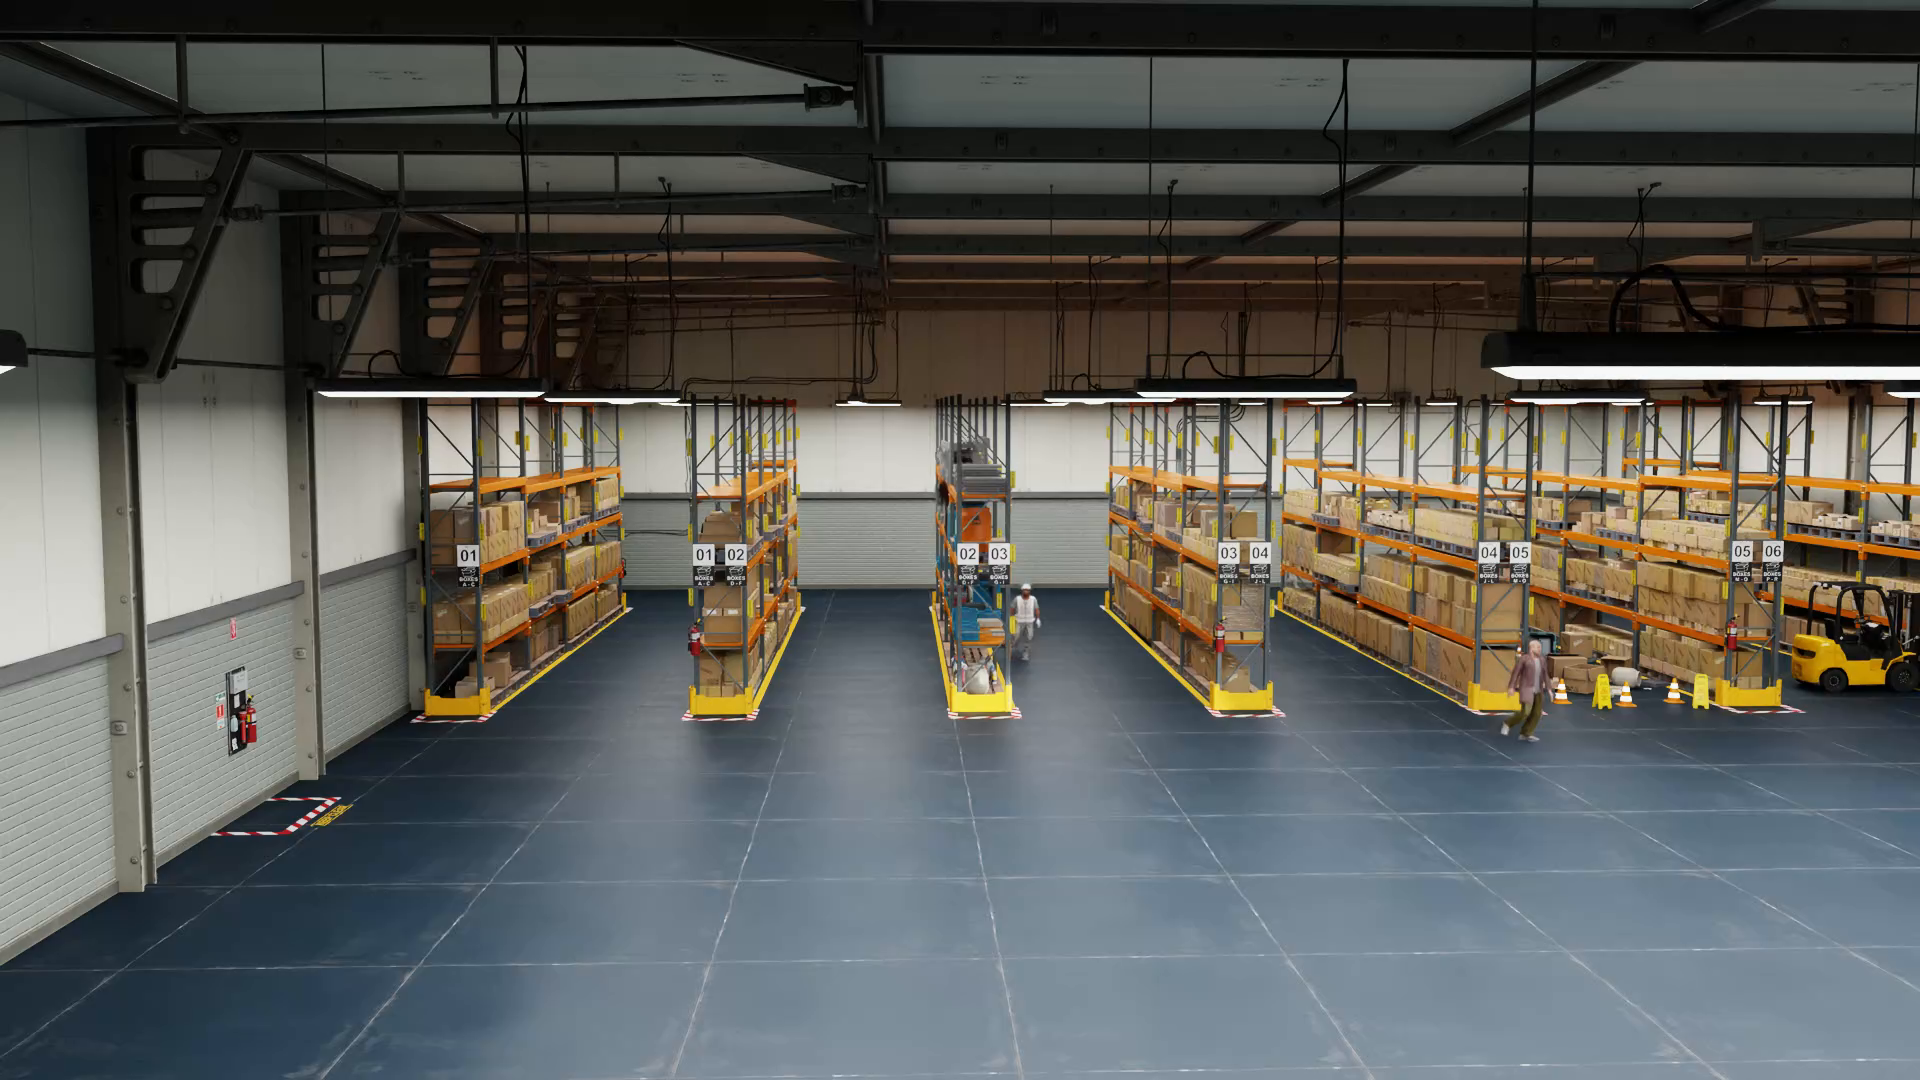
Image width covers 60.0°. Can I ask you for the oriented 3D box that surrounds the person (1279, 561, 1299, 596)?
[{"bbox_3d":[9.758,0.967,49.209,0.917,1.836,0.672,-3,6,-37],"label":"person"}]

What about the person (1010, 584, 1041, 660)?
[{"bbox_3d":[1.453,1.856,37.972,0.726,1.751,0.681,0,5,-3],"label":"person"}]

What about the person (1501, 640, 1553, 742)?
[{"bbox_3d":[9.750,2.688,28.670,0.811,1.554,0.629,-2,5,-24],"label":"person"}]
